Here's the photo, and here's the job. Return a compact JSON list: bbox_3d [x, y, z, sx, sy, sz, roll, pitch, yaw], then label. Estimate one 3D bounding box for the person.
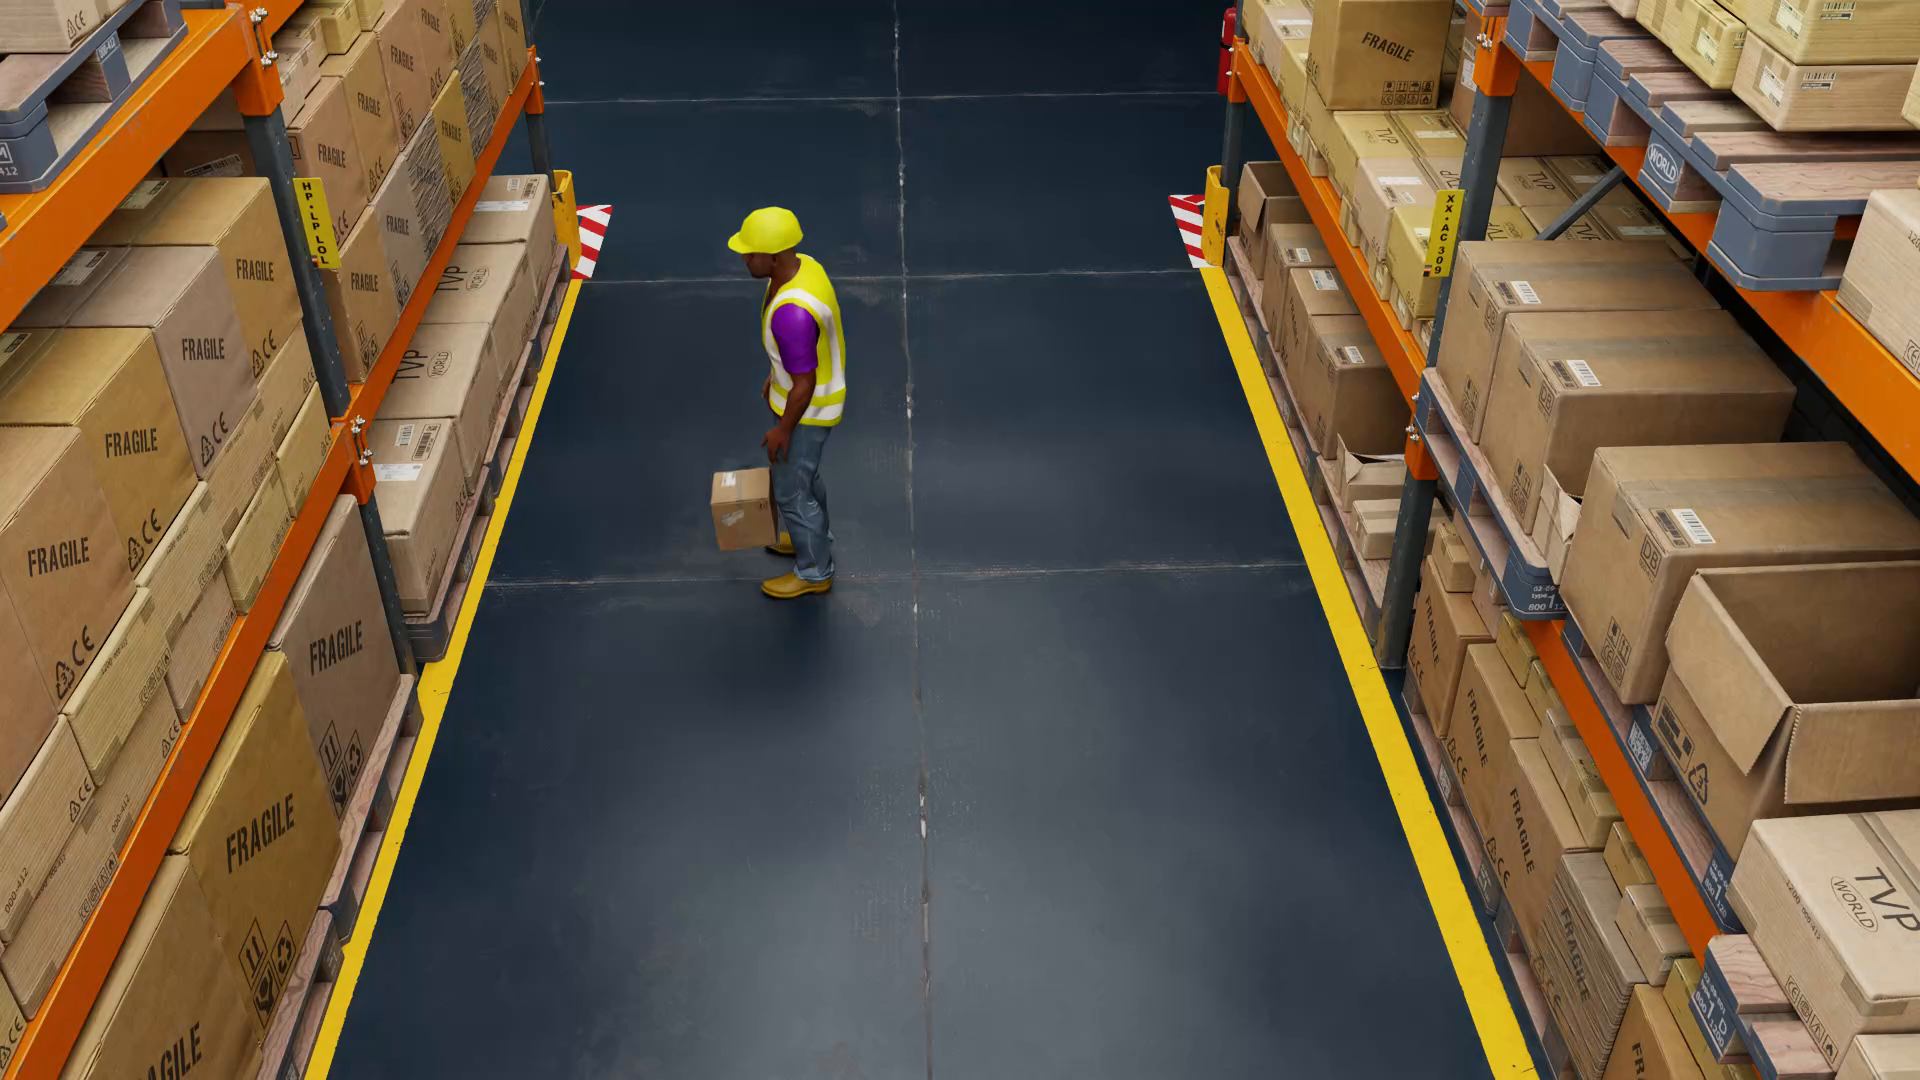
[{"bbox_3d":[-0.687,-0.572,6.942,0.439,1.763,0.597,-3,35,-4],"label":"person"}]
